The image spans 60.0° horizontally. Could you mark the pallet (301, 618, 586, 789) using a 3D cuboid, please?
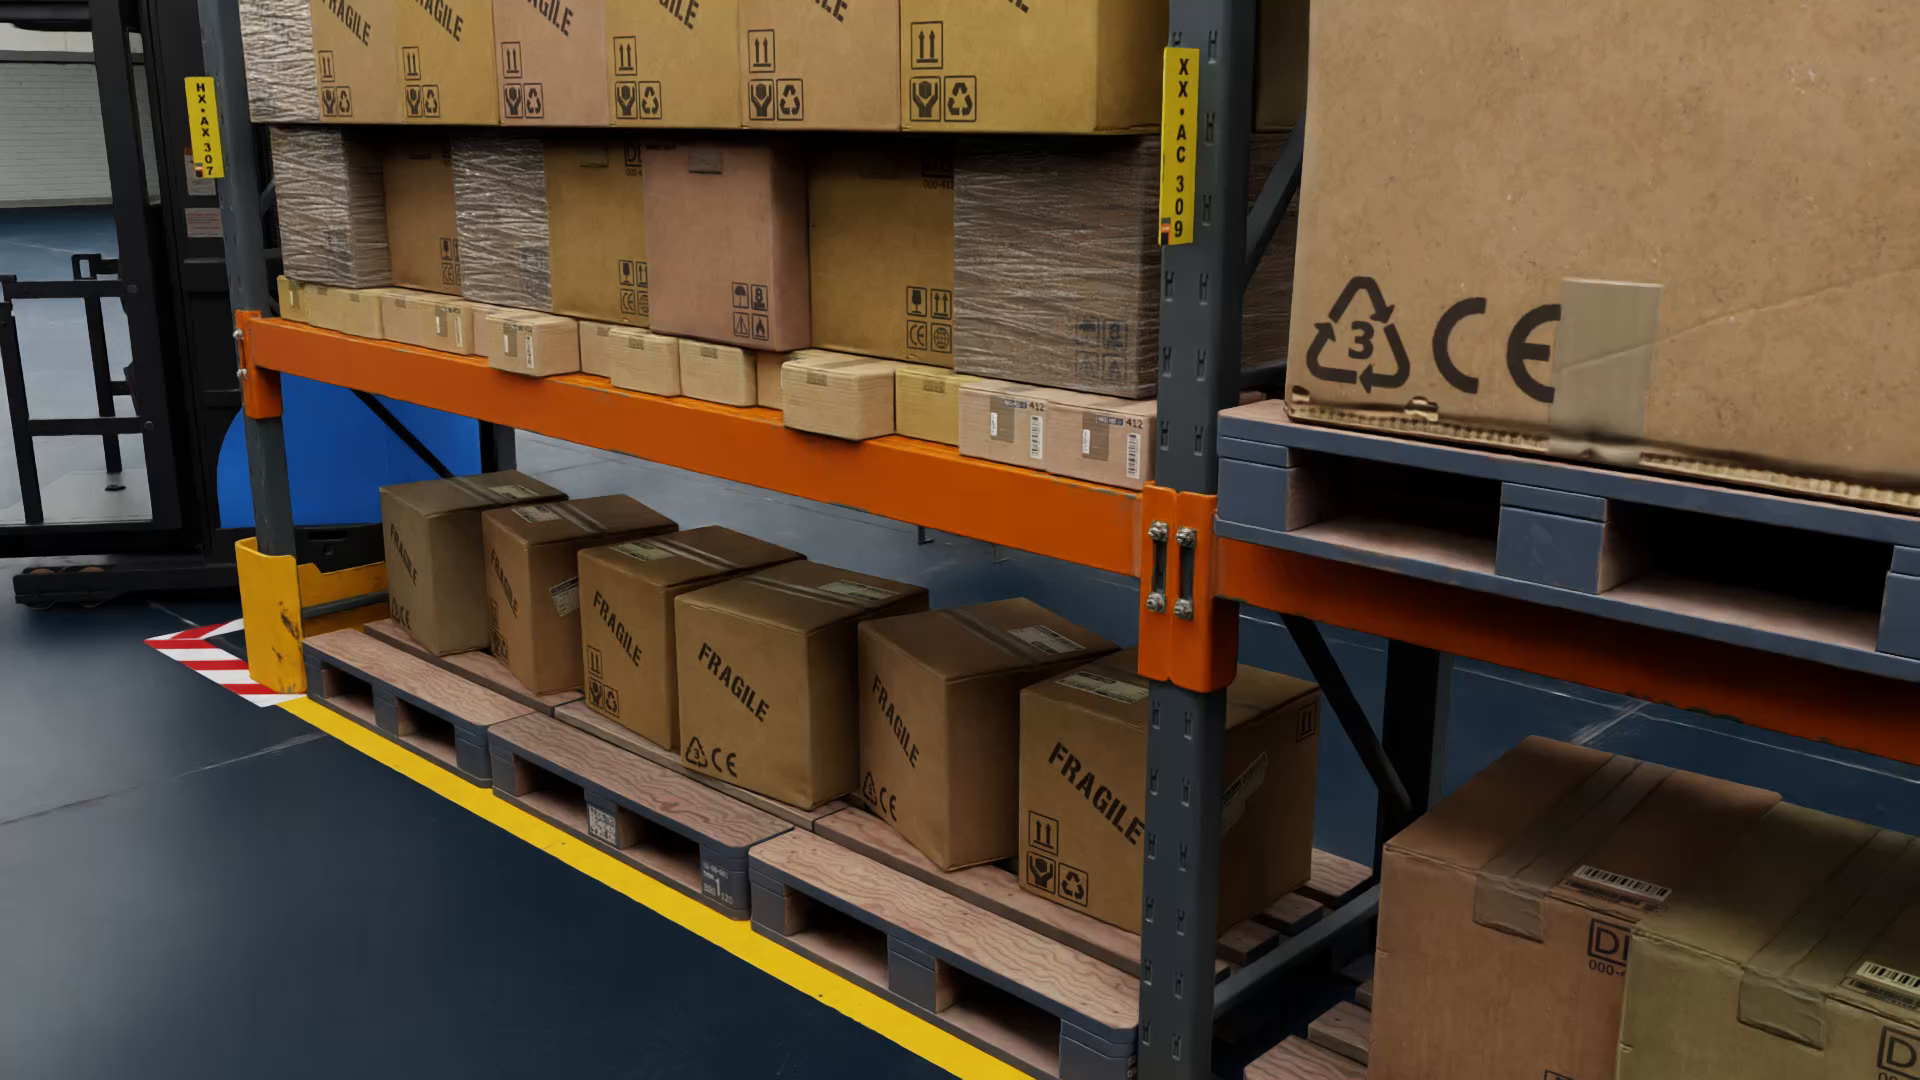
[{"bbox_3d":[-1.518,0.460,5.747,1.213,0.211,1.003,14,20,42],"label":"pallet"}]

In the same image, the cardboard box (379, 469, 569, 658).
[{"bbox_3d":[-1.695,0.068,5.848,0.500,0.500,0.500,-10,18,-34],"label":"cardboard box"}]

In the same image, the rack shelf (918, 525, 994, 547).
[{"bbox_3d":[0.119,-0.297,7.736,0.480,0.518,0.431,14,20,42],"label":"rack shelf"}]

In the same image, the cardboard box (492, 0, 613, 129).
[{"bbox_3d":[-0.846,-1.319,4.274,0.500,0.500,0.500,14,20,42],"label":"cardboard box"}]

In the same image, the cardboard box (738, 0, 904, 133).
[{"bbox_3d":[-0.129,-1.143,3.600,0.500,0.500,0.500,14,20,42],"label":"cardboard box"}]

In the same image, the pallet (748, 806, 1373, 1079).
[{"bbox_3d":[0.239,0.887,4.108,1.213,0.211,1.003,14,20,42],"label":"pallet"}]

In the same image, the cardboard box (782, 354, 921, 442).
[{"bbox_3d":[-0.181,-0.337,3.776,0.250,0.149,0.380,14,20,42],"label":"cardboard box"}]

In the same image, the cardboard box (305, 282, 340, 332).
[{"bbox_3d":[-1.926,-0.789,5.510,0.250,0.149,0.380,14,20,42],"label":"cardboard box"}]

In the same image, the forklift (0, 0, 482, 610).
[{"bbox_3d":[-3.586,-1.275,7.011,3.031,2.935,1.130,-2,15,-9],"label":"forklift"}]

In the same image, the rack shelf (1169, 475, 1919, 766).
[{"bbox_3d":[2.187,0.347,2.078,4.000,0.370,1.077,14,20,42],"label":"rack shelf"}]

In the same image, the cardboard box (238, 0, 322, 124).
[{"bbox_3d":[-1.926,-1.582,5.282,0.500,0.500,0.500,14,20,42],"label":"cardboard box"}]

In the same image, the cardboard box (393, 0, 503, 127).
[{"bbox_3d":[-1.210,-1.406,4.606,0.500,0.500,0.500,14,20,42],"label":"cardboard box"}]

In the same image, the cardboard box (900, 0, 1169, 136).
[{"bbox_3d":[0.232,-1.056,3.265,0.500,0.500,0.500,14,20,42],"label":"cardboard box"}]

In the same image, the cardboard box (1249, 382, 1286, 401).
[{"bbox_3d":[0.801,-0.322,3.716,0.250,0.149,0.380,14,20,42],"label":"cardboard box"}]

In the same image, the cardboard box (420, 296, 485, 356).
[{"bbox_3d":[-1.387,-0.658,5.005,0.250,0.149,0.380,14,20,42],"label":"cardboard box"}]

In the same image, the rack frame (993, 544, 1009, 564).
[{"bbox_3d":[0.295,-0.944,7.392,0.015,2.100,0.400,14,20,42],"label":"rack frame"}]

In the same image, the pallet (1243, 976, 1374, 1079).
[{"bbox_3d":[1.308,1.134,3.160,1.213,0.211,1.003,14,20,42],"label":"pallet"}]

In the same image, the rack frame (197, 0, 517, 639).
[{"bbox_3d":[-2.133,-1.051,6.017,0.127,3.000,1.000,14,20,42],"label":"rack frame"}]

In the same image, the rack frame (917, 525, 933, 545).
[{"bbox_3d":[-0.056,-1.030,7.720,0.015,2.100,0.400,14,20,42],"label":"rack frame"}]

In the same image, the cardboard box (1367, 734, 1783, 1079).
[{"bbox_3d":[1.174,0.757,3.163,0.500,0.500,0.700,12,19,38],"label":"cardboard box"}]

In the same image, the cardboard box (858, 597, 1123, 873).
[{"bbox_3d":[0.069,0.479,4.268,0.500,0.500,0.500,-8,16,-27],"label":"cardboard box"}]

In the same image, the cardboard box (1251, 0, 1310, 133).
[{"bbox_3d":[0.599,-1.152,3.633,0.500,0.500,0.500,14,20,42],"label":"cardboard box"}]

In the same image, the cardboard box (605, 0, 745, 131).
[{"bbox_3d":[-0.488,-1.231,3.936,0.500,0.500,0.500,14,20,42],"label":"cardboard box"}]

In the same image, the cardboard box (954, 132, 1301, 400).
[{"bbox_3d":[0.466,-0.633,3.626,0.500,0.500,0.875,14,20,42],"label":"cardboard box"}]

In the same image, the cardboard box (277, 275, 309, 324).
[{"bbox_3d":[-2.093,-0.836,5.691,0.250,0.149,0.380,14,20,42],"label":"cardboard box"}]

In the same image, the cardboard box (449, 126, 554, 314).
[{"bbox_3d":[-0.983,-0.981,4.960,0.500,0.500,0.875,14,20,42],"label":"cardboard box"}]

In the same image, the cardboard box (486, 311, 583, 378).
[{"bbox_3d":[-1.081,-0.556,4.616,0.250,0.149,0.380,14,20,42],"label":"cardboard box"}]

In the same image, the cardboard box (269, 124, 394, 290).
[{"bbox_3d":[-1.756,-1.142,5.578,0.500,0.500,0.875,14,20,42],"label":"cardboard box"}]

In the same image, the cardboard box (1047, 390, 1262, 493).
[{"bbox_3d":[0.388,-0.214,3.302,0.250,0.149,0.380,14,20,42],"label":"cardboard box"}]

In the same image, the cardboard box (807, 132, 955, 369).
[{"bbox_3d":[0.130,-0.727,3.986,0.500,0.500,0.875,14,20,42],"label":"cardboard box"}]

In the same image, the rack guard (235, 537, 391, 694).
[{"bbox_3d":[-2.078,0.172,6.281,0.348,0.500,1.175,14,20,42],"label":"rack guard"}]

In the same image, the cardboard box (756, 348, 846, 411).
[{"bbox_3d":[-0.269,-0.405,4.036,0.250,0.149,0.380,14,20,42],"label":"cardboard box"}]

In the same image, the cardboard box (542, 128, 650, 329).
[{"bbox_3d":[-0.631,-0.891,4.616,0.500,0.500,0.875,14,20,42],"label":"cardboard box"}]

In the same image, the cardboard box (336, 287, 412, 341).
[{"bbox_3d":[-1.757,-0.743,5.332,0.250,0.149,0.380,14,20,42],"label":"cardboard box"}]

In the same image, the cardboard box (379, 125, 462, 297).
[{"bbox_3d":[-1.313,-1.076,5.326,0.500,0.500,0.875,14,20,42],"label":"cardboard box"}]

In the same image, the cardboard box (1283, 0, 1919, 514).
[{"bbox_3d":[1.222,-0.680,2.571,1.000,1.000,1.000,14,20,43],"label":"cardboard box"}]

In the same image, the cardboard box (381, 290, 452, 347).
[{"bbox_3d":[-1.562,-0.703,5.178,0.250,0.149,0.380,14,20,42],"label":"cardboard box"}]

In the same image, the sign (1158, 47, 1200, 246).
[{"bbox_3d":[0.376,-0.670,2.838,0.005,0.325,0.100,14,20,42],"label":"sign"}]

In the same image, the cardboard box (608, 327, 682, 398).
[{"bbox_3d":[-0.682,-0.479,4.319,0.250,0.149,0.380,14,20,42],"label":"cardboard box"}]

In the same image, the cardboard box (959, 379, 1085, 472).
[{"bbox_3d":[0.215,-0.259,3.476,0.250,0.149,0.380,14,20,42],"label":"cardboard box"}]

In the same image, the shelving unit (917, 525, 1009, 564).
[{"bbox_3d":[0.119,-0.987,7.556,0.503,2.100,0.431,14,20,42],"label":"shelving unit"}]

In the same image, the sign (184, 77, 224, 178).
[{"bbox_3d":[-2.509,-1.371,5.530,0.005,0.325,0.100,14,20,42],"label":"sign"}]

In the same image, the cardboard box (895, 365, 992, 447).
[{"bbox_3d":[0.076,-0.314,3.686,0.250,0.149,0.380,14,20,42],"label":"cardboard box"}]

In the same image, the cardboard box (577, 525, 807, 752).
[{"bbox_3d":[-0.803,0.279,5.037,0.500,0.500,0.500,-12,19,-39],"label":"cardboard box"}]

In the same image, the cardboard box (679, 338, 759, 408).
[{"bbox_3d":[-0.477,-0.442,4.176,0.250,0.149,0.380,14,20,42],"label":"cardboard box"}]

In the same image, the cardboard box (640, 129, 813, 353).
[{"bbox_3d":[-0.300,-0.796,4.252,0.500,0.500,0.875,14,20,42],"label":"cardboard box"}]

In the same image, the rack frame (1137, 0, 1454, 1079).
[{"bbox_3d":[0.747,-0.351,3.330,0.127,3.000,1.000,14,20,42],"label":"rack frame"}]

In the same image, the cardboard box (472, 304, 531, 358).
[{"bbox_3d":[-1.189,-0.619,4.856,0.250,0.149,0.380,14,20,42],"label":"cardboard box"}]

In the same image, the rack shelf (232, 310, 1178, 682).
[{"bbox_3d":[-0.693,-0.353,4.764,4.000,0.370,1.077,14,20,42],"label":"rack shelf"}]

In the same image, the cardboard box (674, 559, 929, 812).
[{"bbox_3d":[-0.432,0.385,4.631,0.500,0.500,0.500,11,18,37],"label":"cardboard box"}]

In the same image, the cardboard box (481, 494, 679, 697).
[{"bbox_3d":[-1.241,0.166,5.470,0.500,0.500,0.500,-9,17,-30],"label":"cardboard box"}]

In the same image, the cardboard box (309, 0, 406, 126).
[{"bbox_3d":[-1.571,-1.493,4.941,0.500,0.500,0.500,14,20,42],"label":"cardboard box"}]

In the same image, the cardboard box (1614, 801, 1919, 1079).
[{"bbox_3d":[1.504,0.844,2.829,0.500,0.500,0.700,14,20,42],"label":"cardboard box"}]

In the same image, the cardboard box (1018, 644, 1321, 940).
[{"bbox_3d":[0.487,0.578,3.889,0.500,0.500,0.500,13,19,41],"label":"cardboard box"}]

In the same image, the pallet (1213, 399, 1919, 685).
[{"bbox_3d":[1.196,-0.098,2.740,1.213,0.211,1.003,14,20,42],"label":"pallet"}]

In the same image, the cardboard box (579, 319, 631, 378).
[{"bbox_3d":[-0.808,-0.537,4.541,0.250,0.149,0.380,14,20,42],"label":"cardboard box"}]

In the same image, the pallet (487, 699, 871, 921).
[{"bbox_3d":[-0.644,0.674,4.928,1.213,0.211,1.003,14,20,42],"label":"pallet"}]
